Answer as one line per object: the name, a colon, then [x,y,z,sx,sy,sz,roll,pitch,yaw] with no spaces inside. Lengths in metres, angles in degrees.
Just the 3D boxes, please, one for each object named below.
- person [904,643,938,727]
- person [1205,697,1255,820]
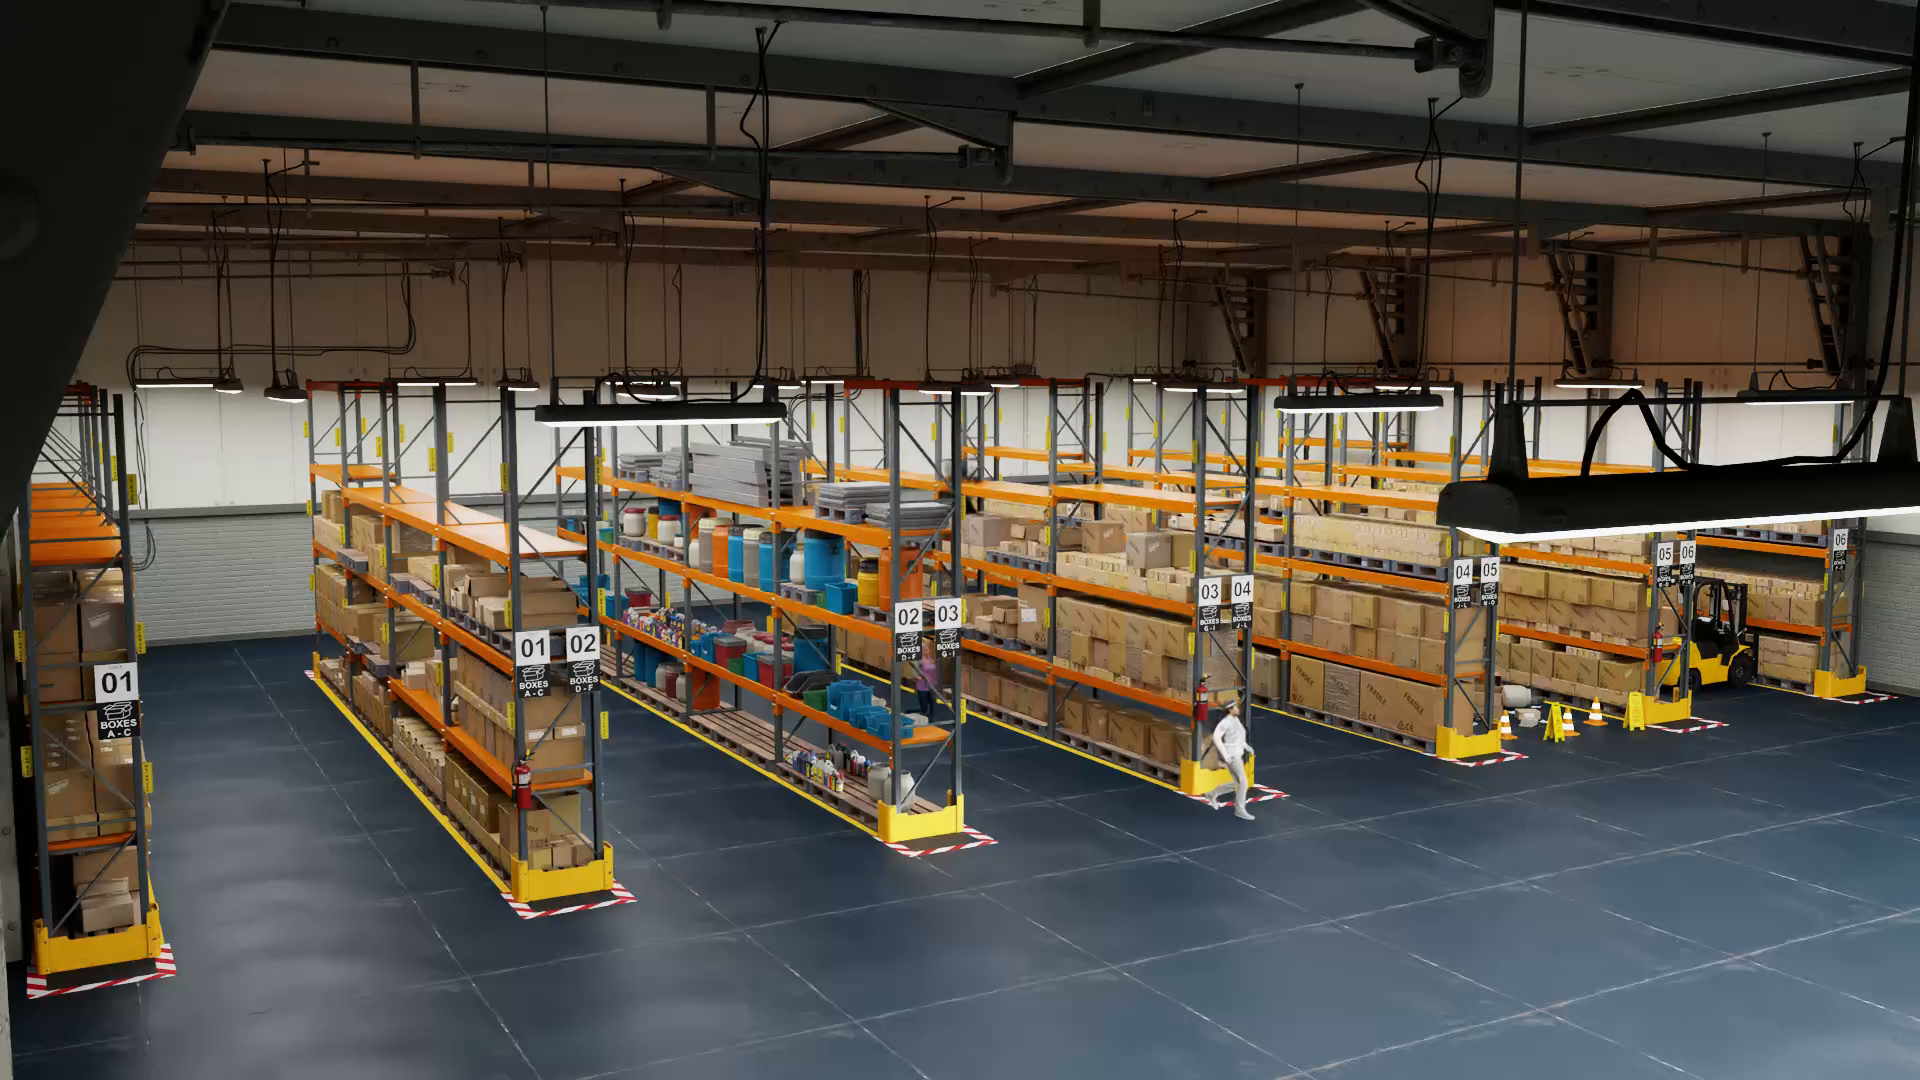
person: [-0.600,2.535,28.285,0.832,1.572,0.539,6,8,44]
person: [3.822,3.041,23.319,0.725,1.678,0.662,3,7,25]
